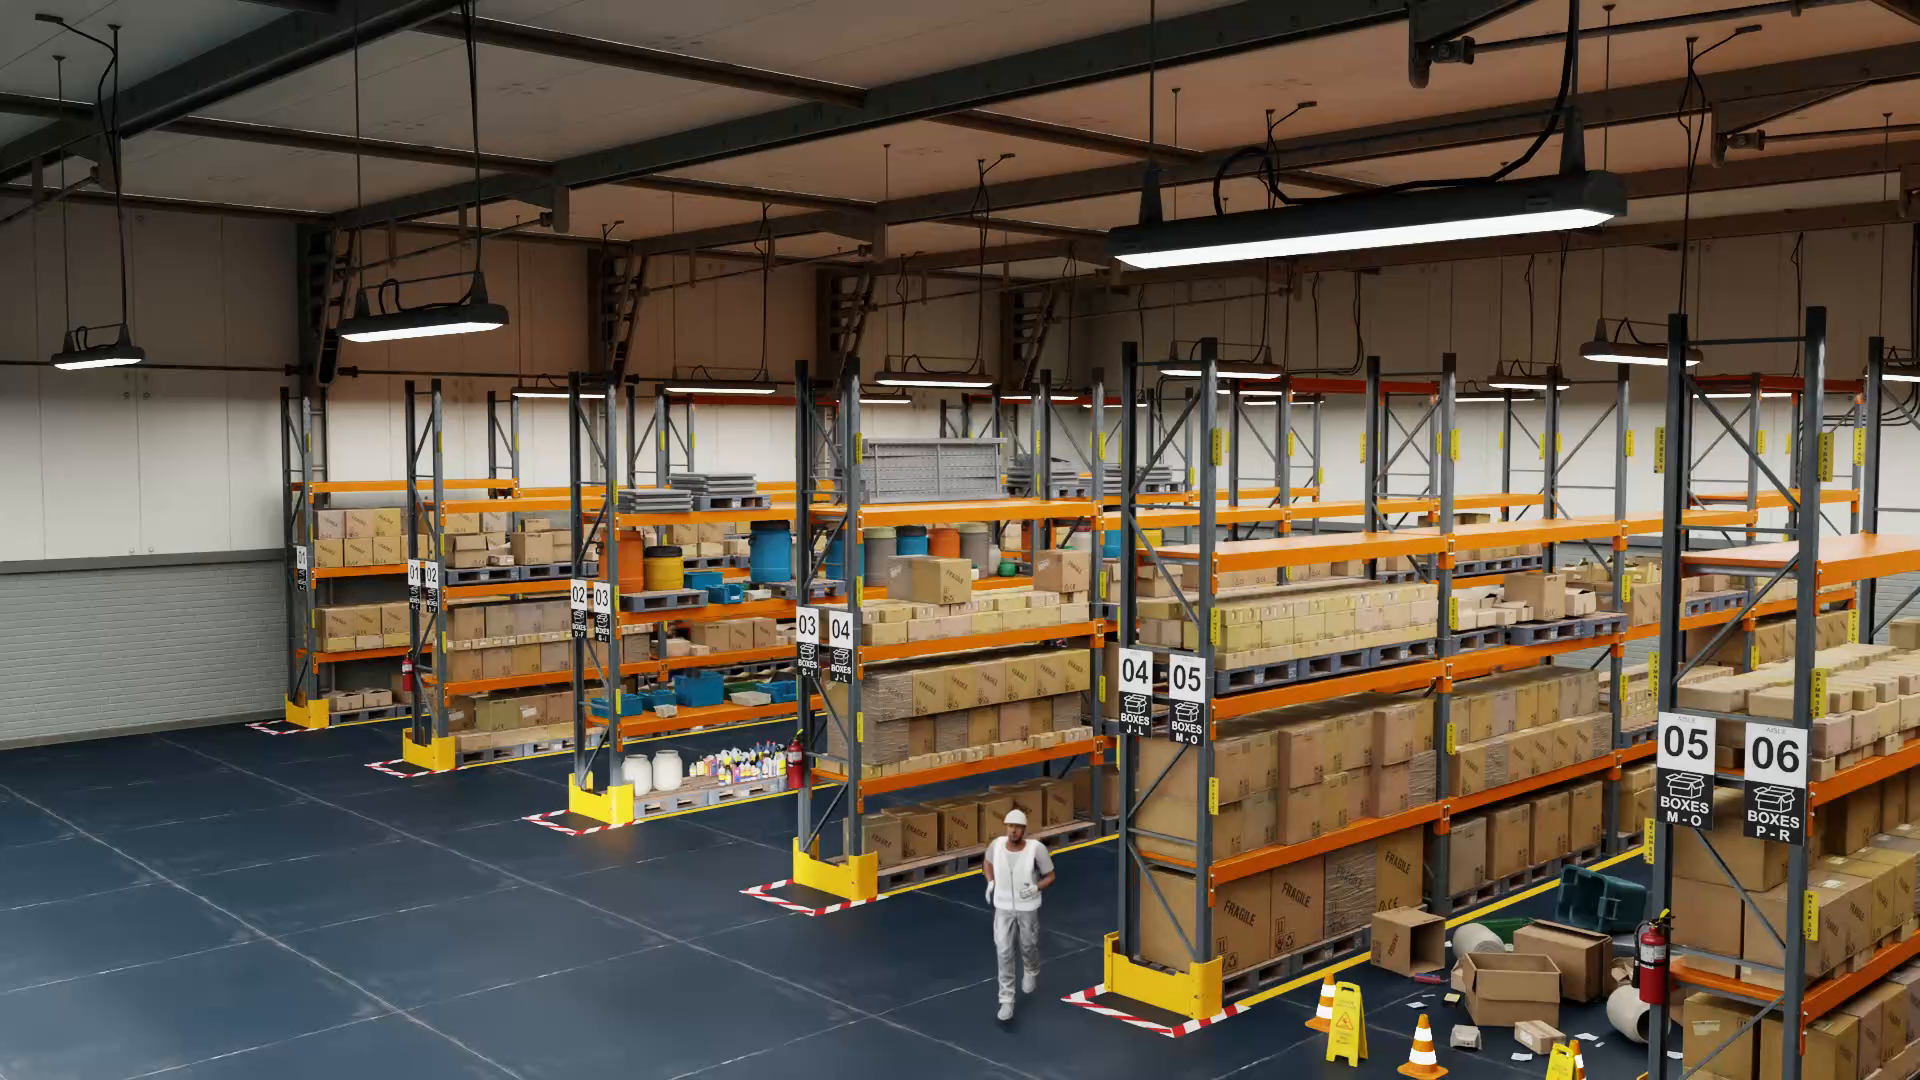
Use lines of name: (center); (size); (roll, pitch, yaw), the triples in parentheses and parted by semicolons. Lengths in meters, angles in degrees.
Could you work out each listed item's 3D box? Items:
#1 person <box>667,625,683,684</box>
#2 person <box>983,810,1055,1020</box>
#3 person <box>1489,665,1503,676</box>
person: (-5.343, 2.395, 30.963); (0.506, 1.616, 0.605); (-3, 5, -40)
person: (0.513, 3.290, 14.904); (0.692, 1.776, 0.921); (1, 4, 13)
person: (8.263, 2.703, 25.695); (0.537, 1.596, 0.877); (3, 5, 42)
